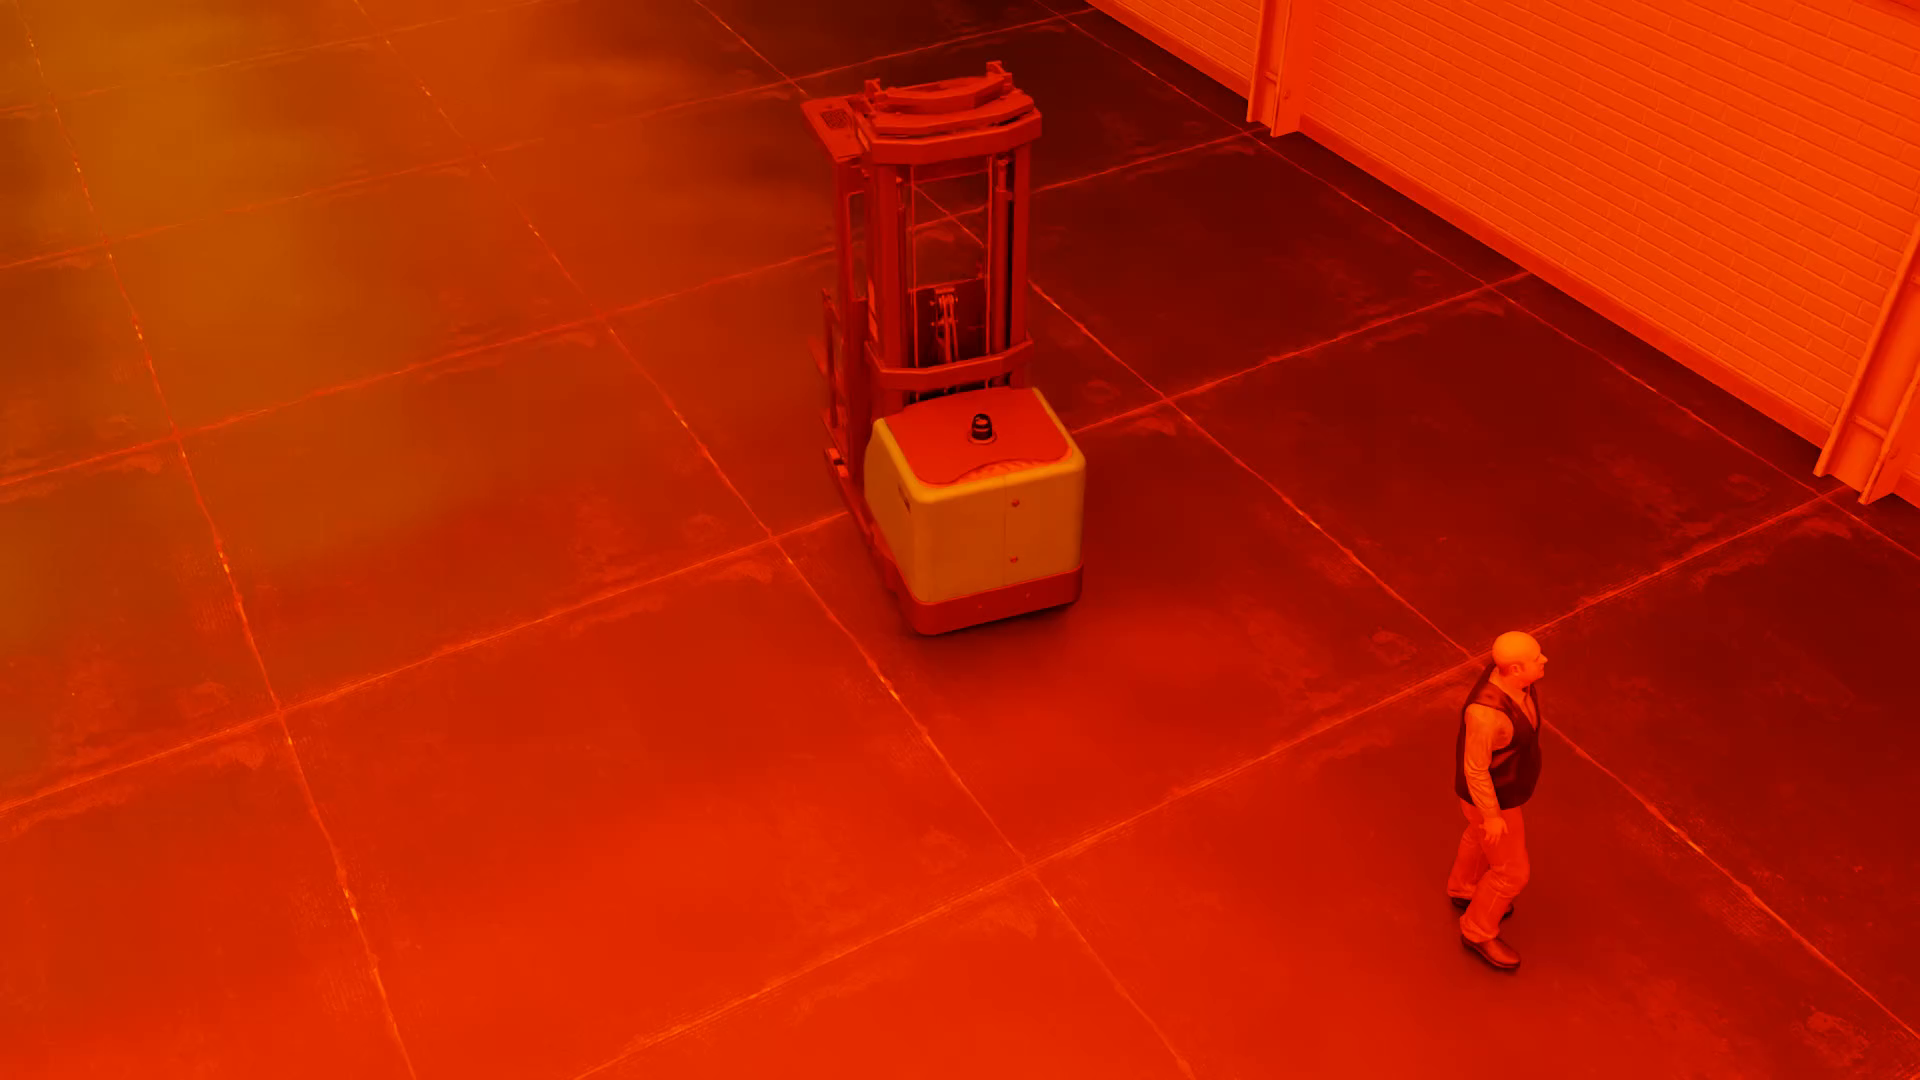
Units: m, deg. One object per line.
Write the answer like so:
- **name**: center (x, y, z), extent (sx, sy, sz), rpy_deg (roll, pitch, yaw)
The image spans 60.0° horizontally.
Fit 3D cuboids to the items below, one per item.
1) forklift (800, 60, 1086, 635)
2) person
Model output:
- **forklift**: center (-0.252, -1.528, 9.879), extent (1.130, 2.935, 3.031), rpy_deg (-13, 41, -15)
- **person**: center (2.509, 1.145, 7.593), extent (0.579, 1.717, 0.633), rpy_deg (19, 43, 22)
